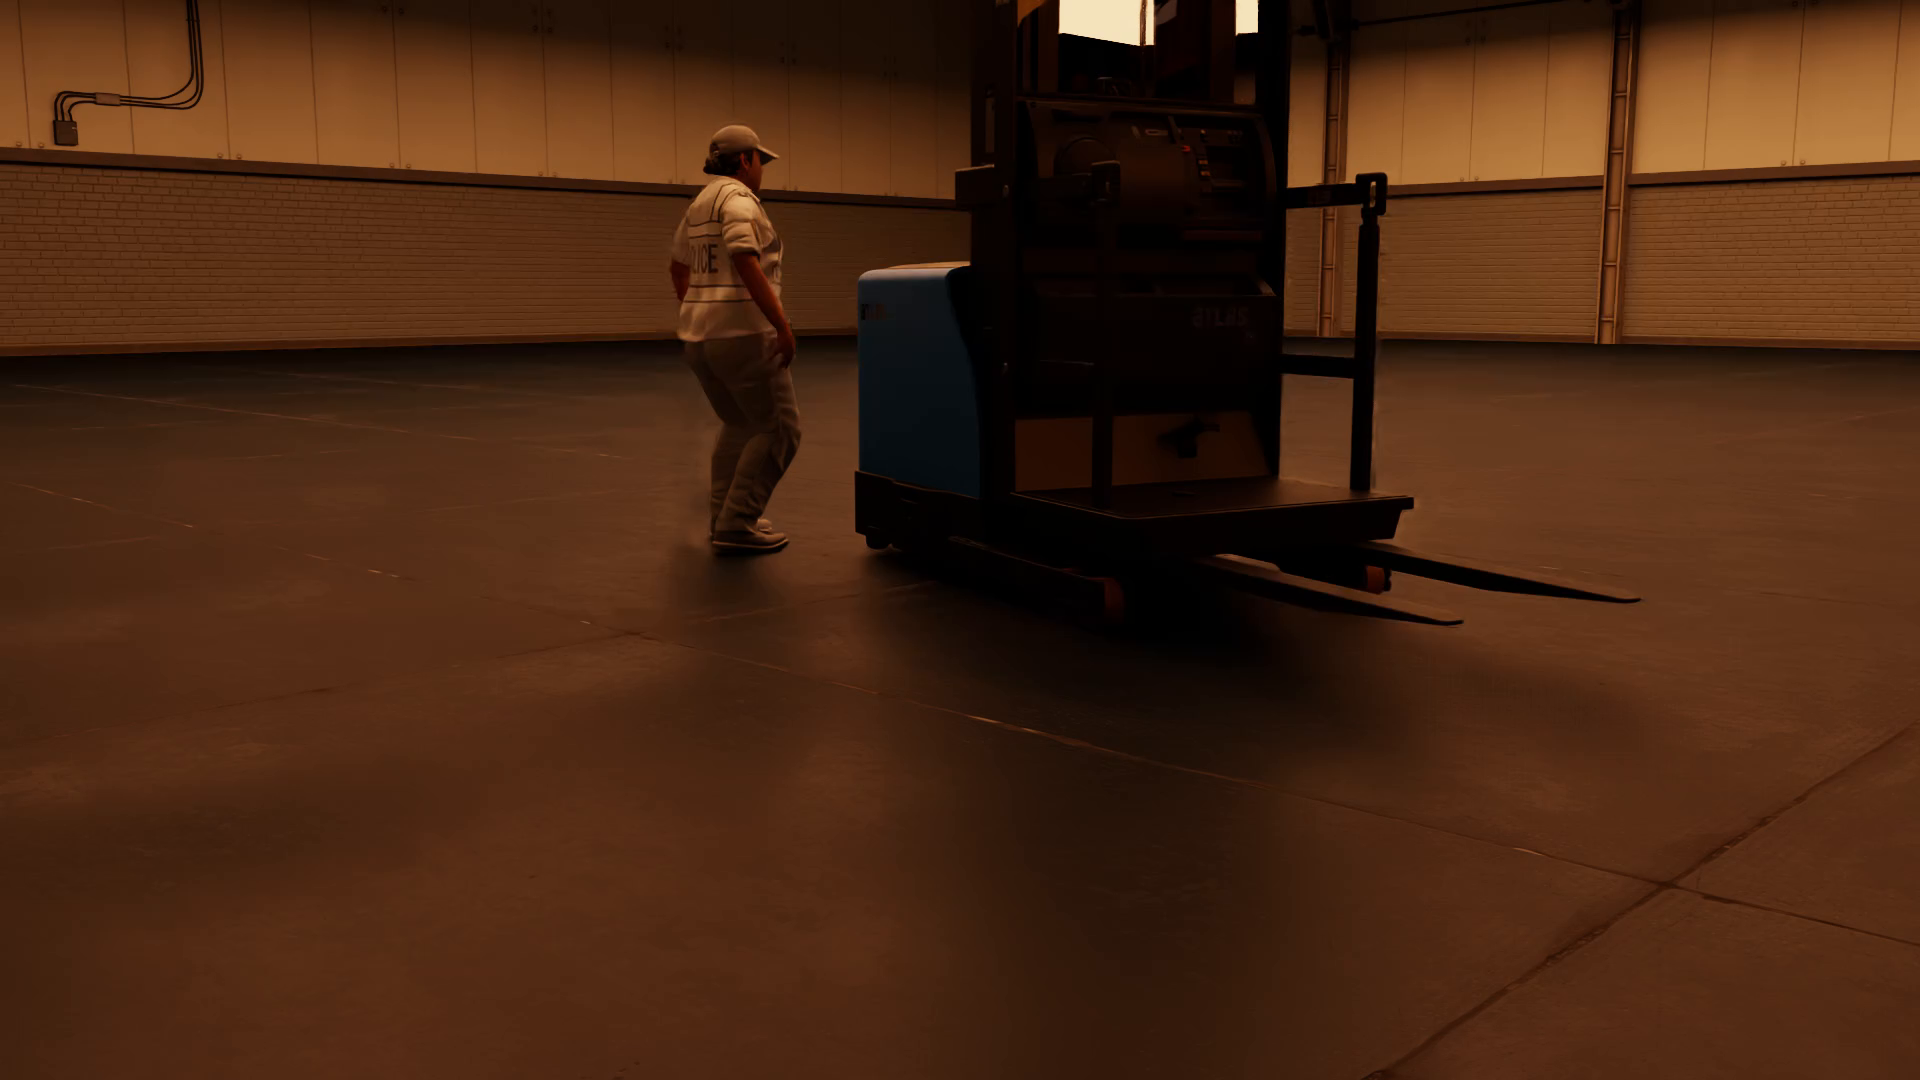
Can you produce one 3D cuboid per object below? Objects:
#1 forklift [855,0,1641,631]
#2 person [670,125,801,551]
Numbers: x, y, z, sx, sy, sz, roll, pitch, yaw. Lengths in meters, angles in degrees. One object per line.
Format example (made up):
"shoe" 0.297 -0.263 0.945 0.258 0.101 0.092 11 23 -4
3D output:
"forklift" 0.730 -1.255 5.209 1.130 2.935 3.031 -5 10 -28
"person" -0.838 -0.779 6.447 0.473 1.621 0.763 -5 10 -32
